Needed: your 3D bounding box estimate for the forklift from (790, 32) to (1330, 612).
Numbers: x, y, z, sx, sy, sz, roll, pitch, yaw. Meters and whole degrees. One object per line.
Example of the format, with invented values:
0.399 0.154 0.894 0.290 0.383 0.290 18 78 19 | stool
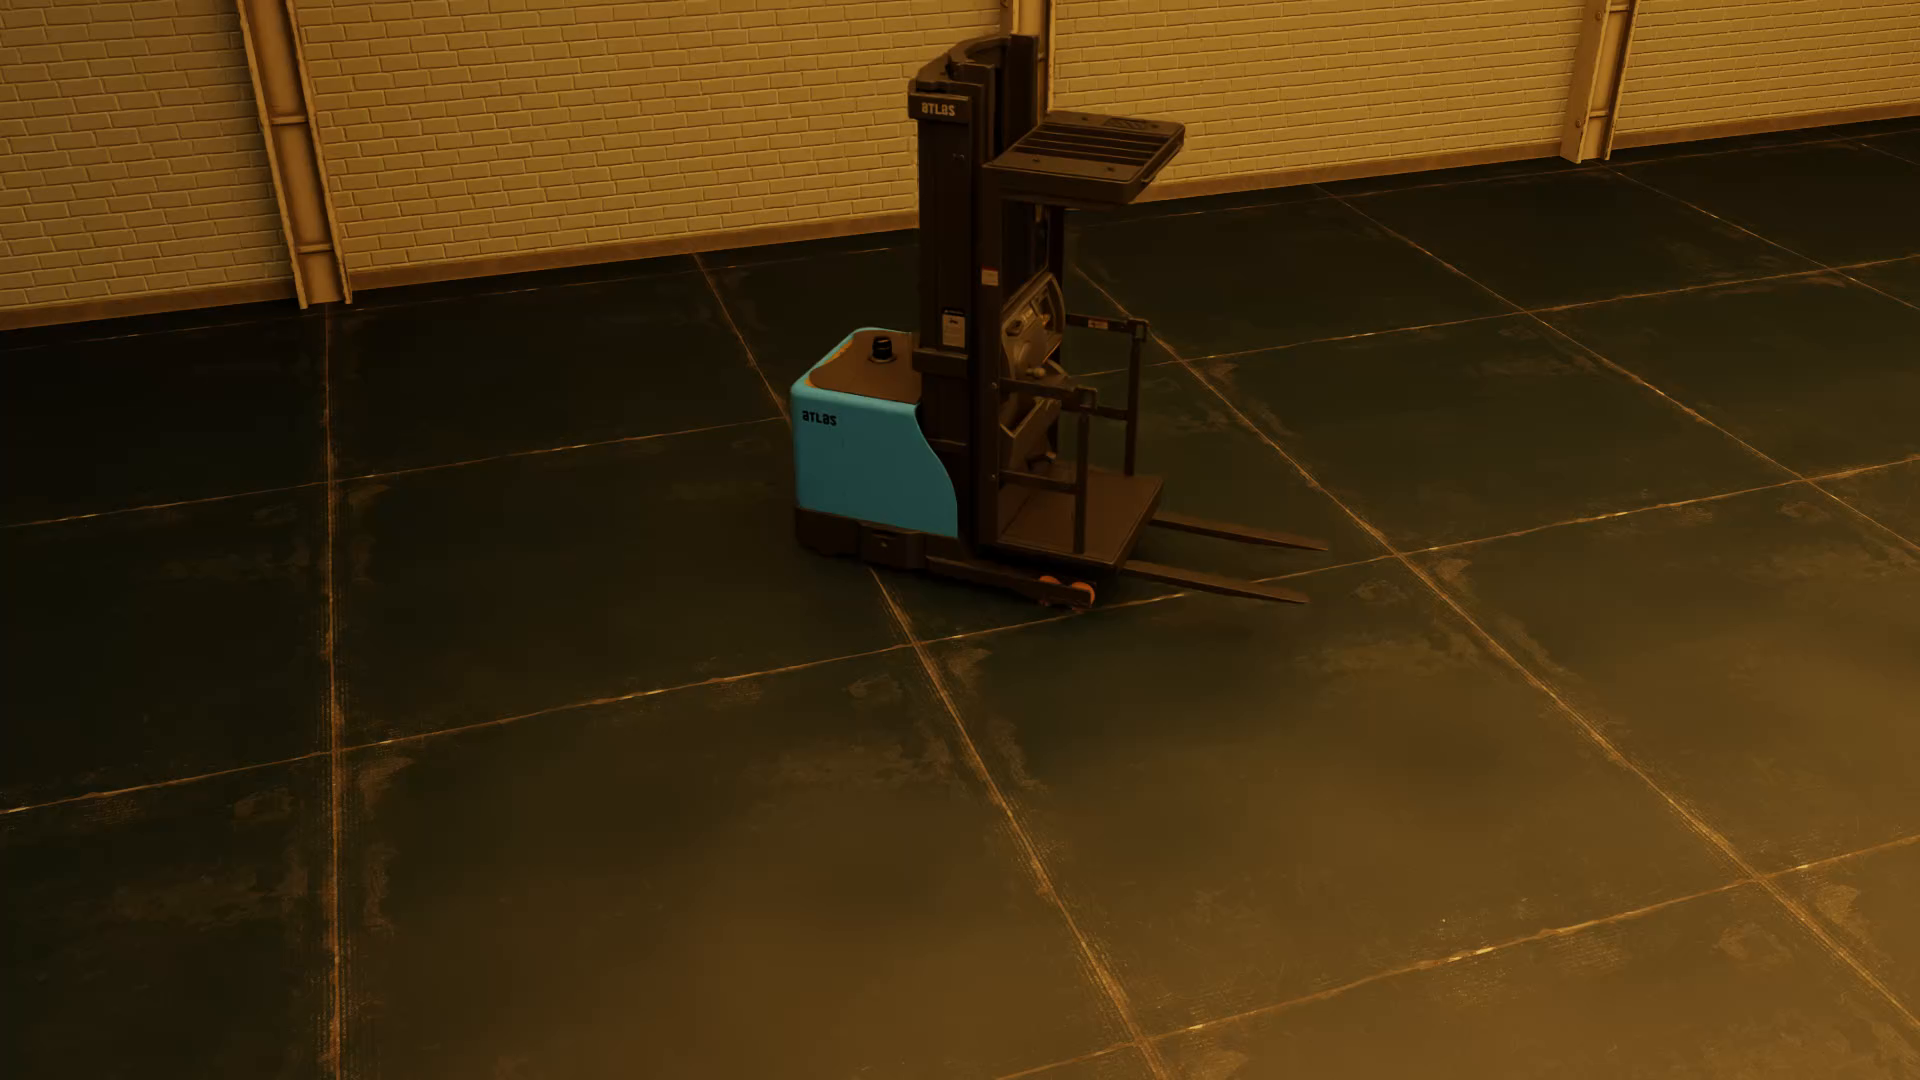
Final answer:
0.589 -1.167 9.115 3.031 2.935 1.130 11 32 18 | forklift
